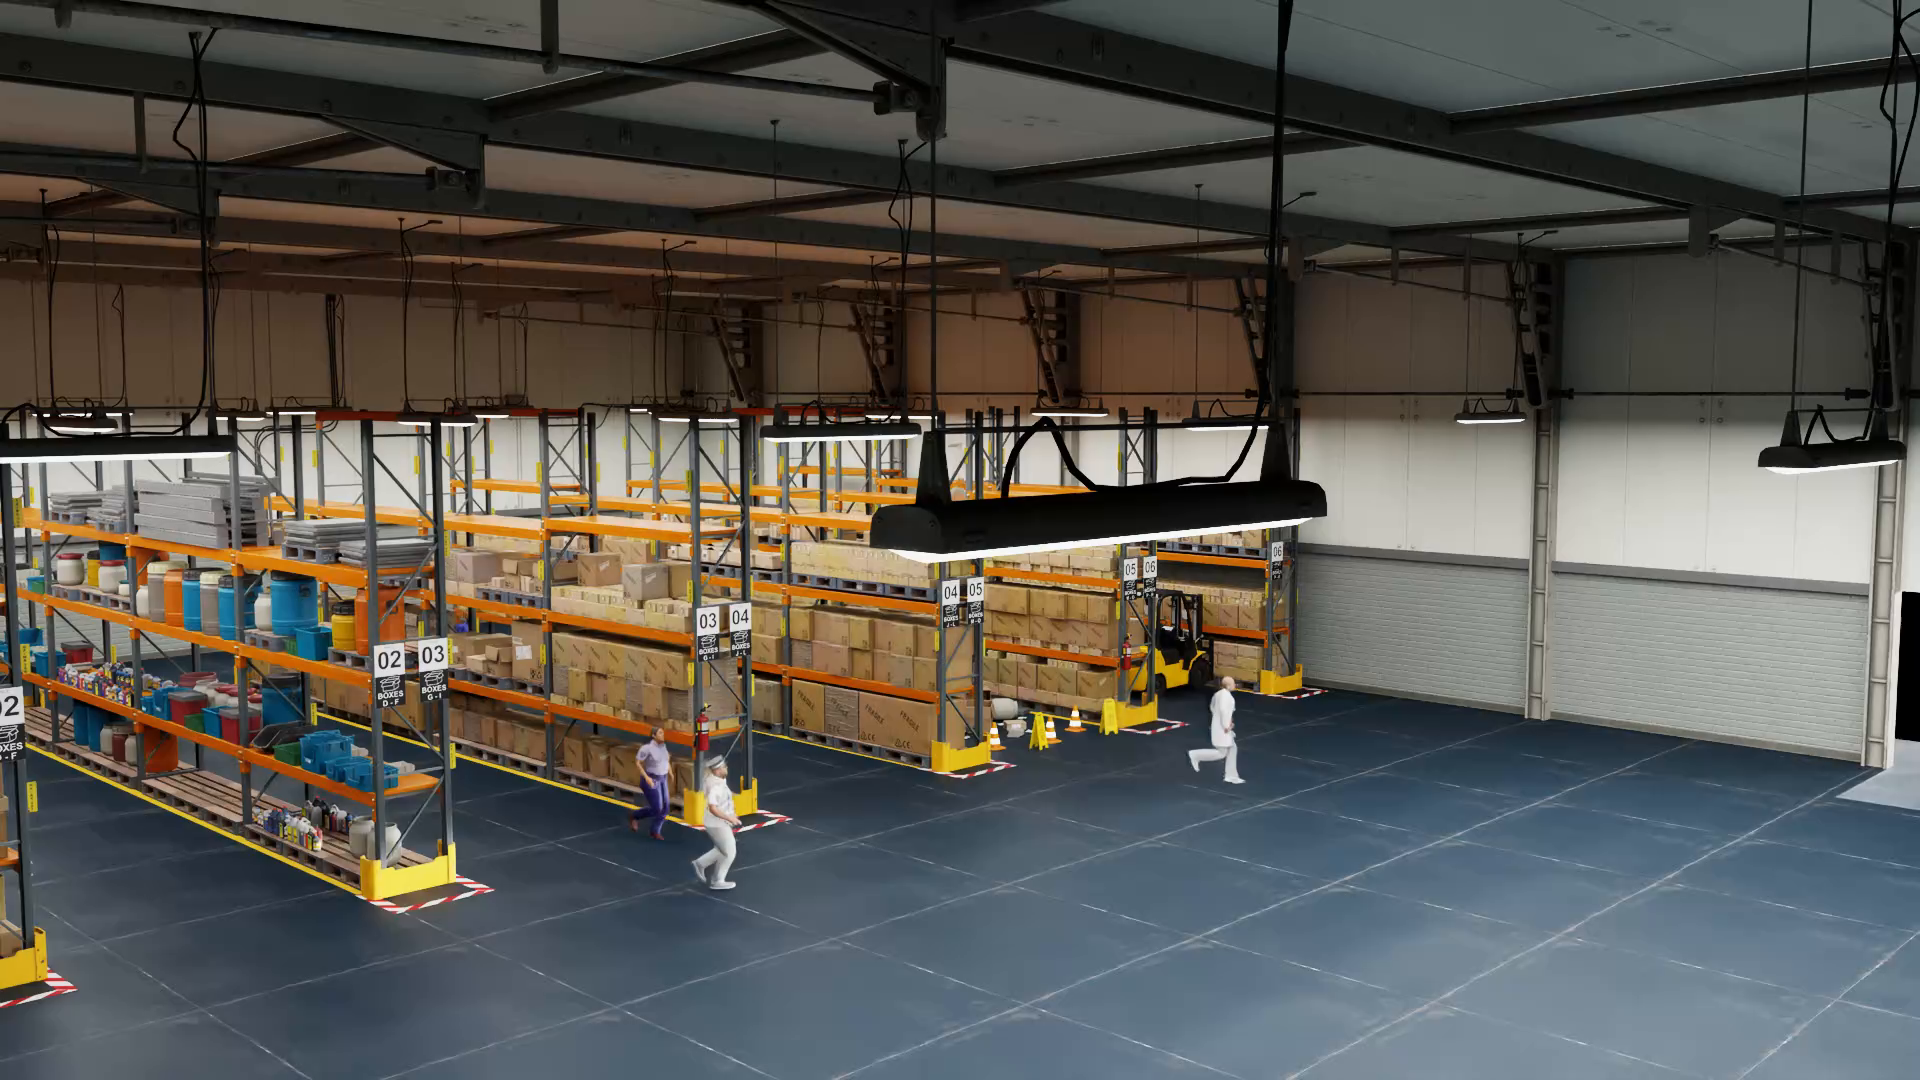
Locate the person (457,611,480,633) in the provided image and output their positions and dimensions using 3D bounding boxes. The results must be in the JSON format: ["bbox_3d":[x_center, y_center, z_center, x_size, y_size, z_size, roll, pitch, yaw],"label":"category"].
[{"bbox_3d":[-10.643,2.347,36.037,0.583,1.641,0.684,-4,7,-42],"label":"person"}]

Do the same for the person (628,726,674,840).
[{"bbox_3d":[-4.379,3.463,23.736,0.556,1.634,0.627,2,6,25],"label":"person"}]

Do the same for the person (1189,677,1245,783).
[{"bbox_3d":[4.179,3.095,27.006,0.938,1.759,0.718,0,5,0],"label":"person"}]

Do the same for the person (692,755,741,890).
[{"bbox_3d":[-3.103,3.589,21.146,0.597,1.737,0.648,-1,5,-15],"label":"person"}]
